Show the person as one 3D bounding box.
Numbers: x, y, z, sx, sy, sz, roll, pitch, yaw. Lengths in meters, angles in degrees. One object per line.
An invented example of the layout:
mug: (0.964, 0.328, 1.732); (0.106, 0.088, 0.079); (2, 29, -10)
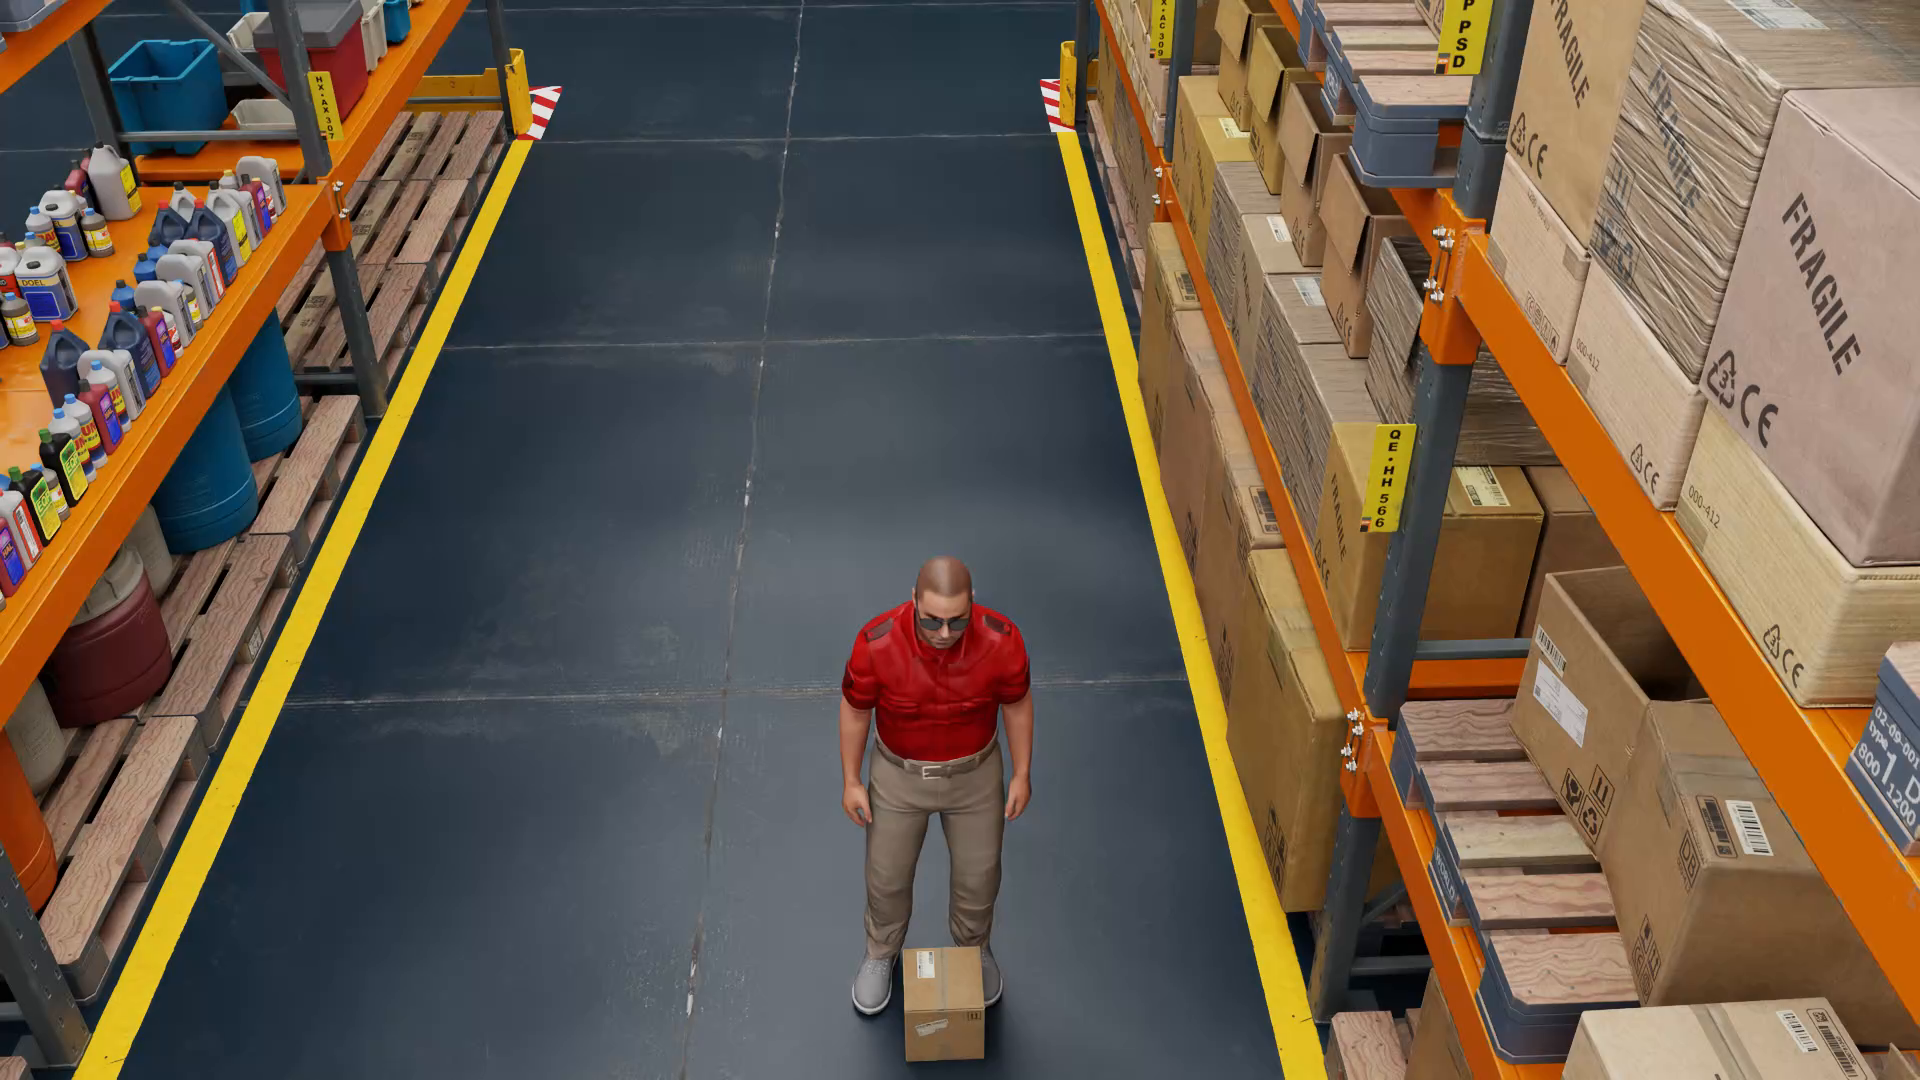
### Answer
person: (-0.070, 0.735, 5.109); (0.591, 1.726, 0.387); (-2, 35, -3)
